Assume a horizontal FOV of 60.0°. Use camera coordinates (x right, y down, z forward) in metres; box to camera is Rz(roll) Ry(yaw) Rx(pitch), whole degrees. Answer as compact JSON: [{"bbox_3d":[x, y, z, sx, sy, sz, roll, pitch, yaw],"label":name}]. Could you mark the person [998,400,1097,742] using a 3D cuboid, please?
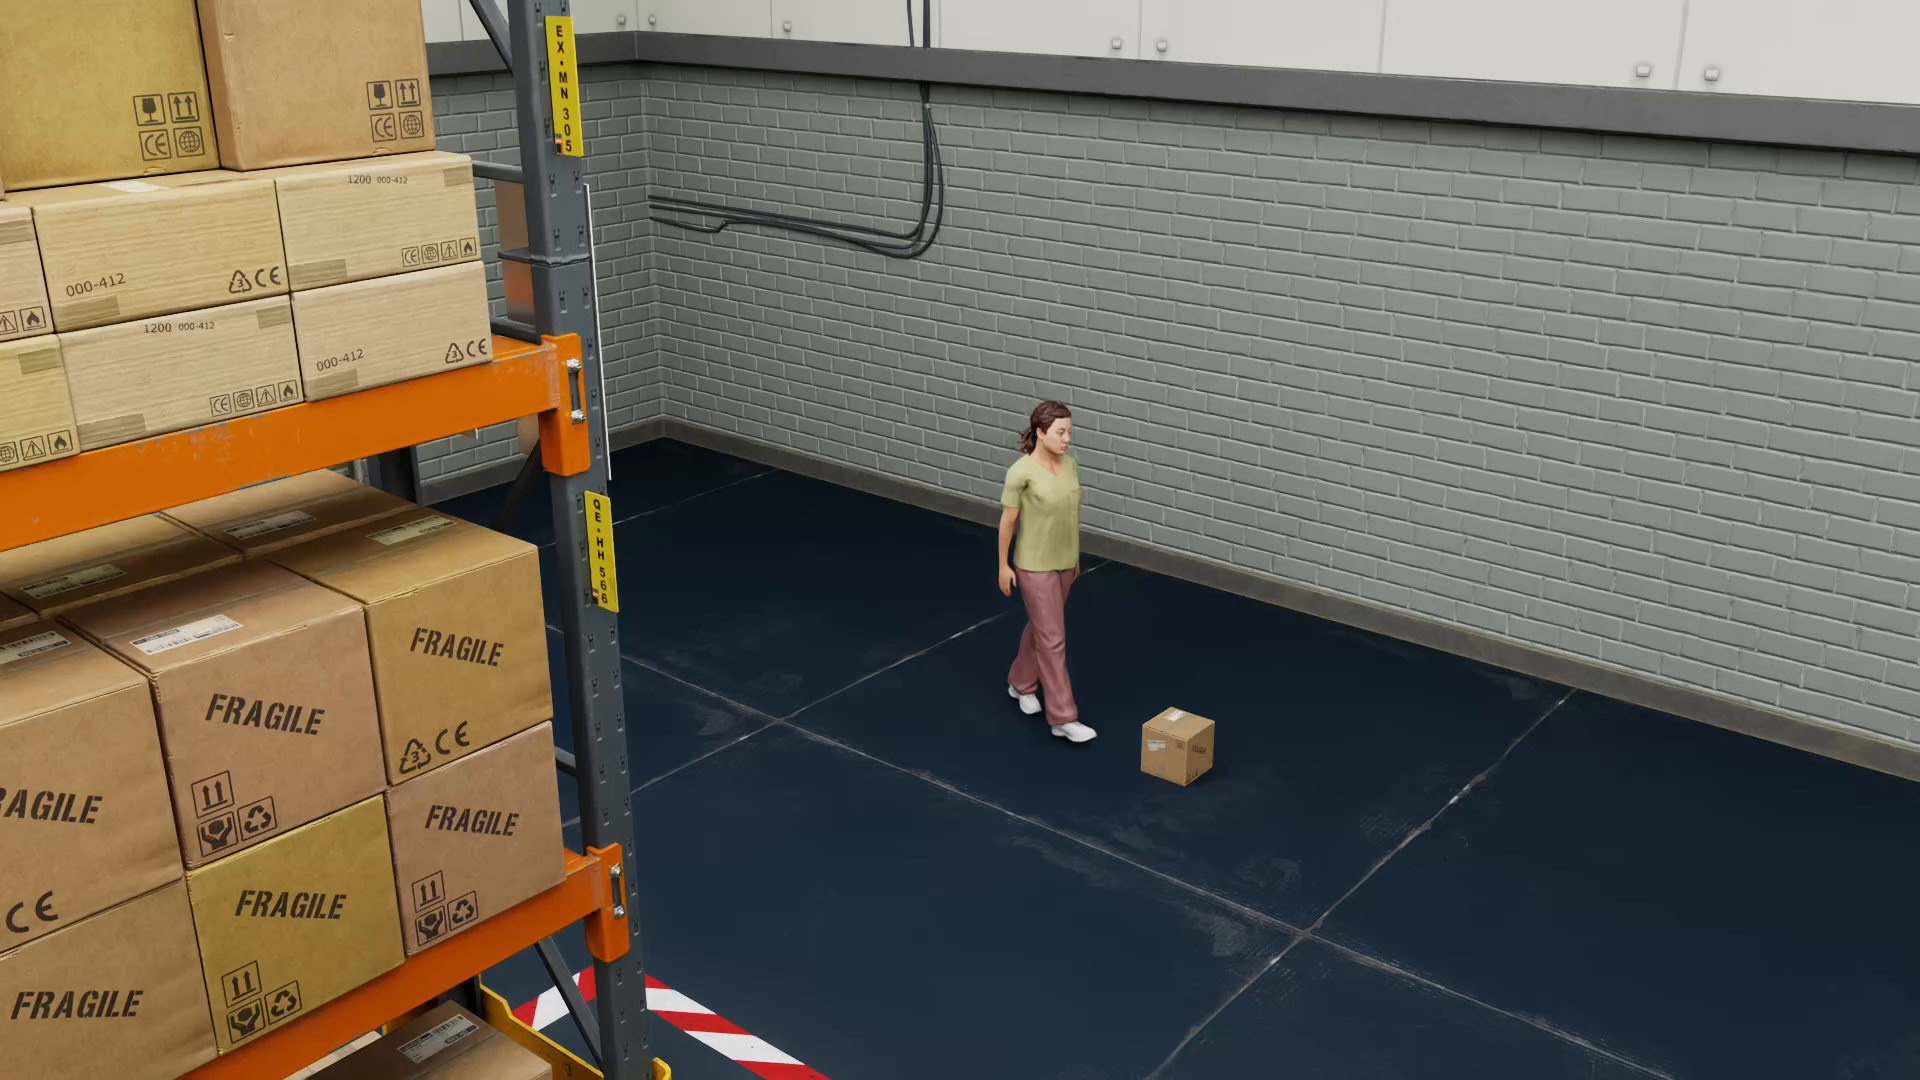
[{"bbox_3d":[0.478,0.146,8.184,0.465,1.652,0.758,-16,25,-36],"label":"person"}]
